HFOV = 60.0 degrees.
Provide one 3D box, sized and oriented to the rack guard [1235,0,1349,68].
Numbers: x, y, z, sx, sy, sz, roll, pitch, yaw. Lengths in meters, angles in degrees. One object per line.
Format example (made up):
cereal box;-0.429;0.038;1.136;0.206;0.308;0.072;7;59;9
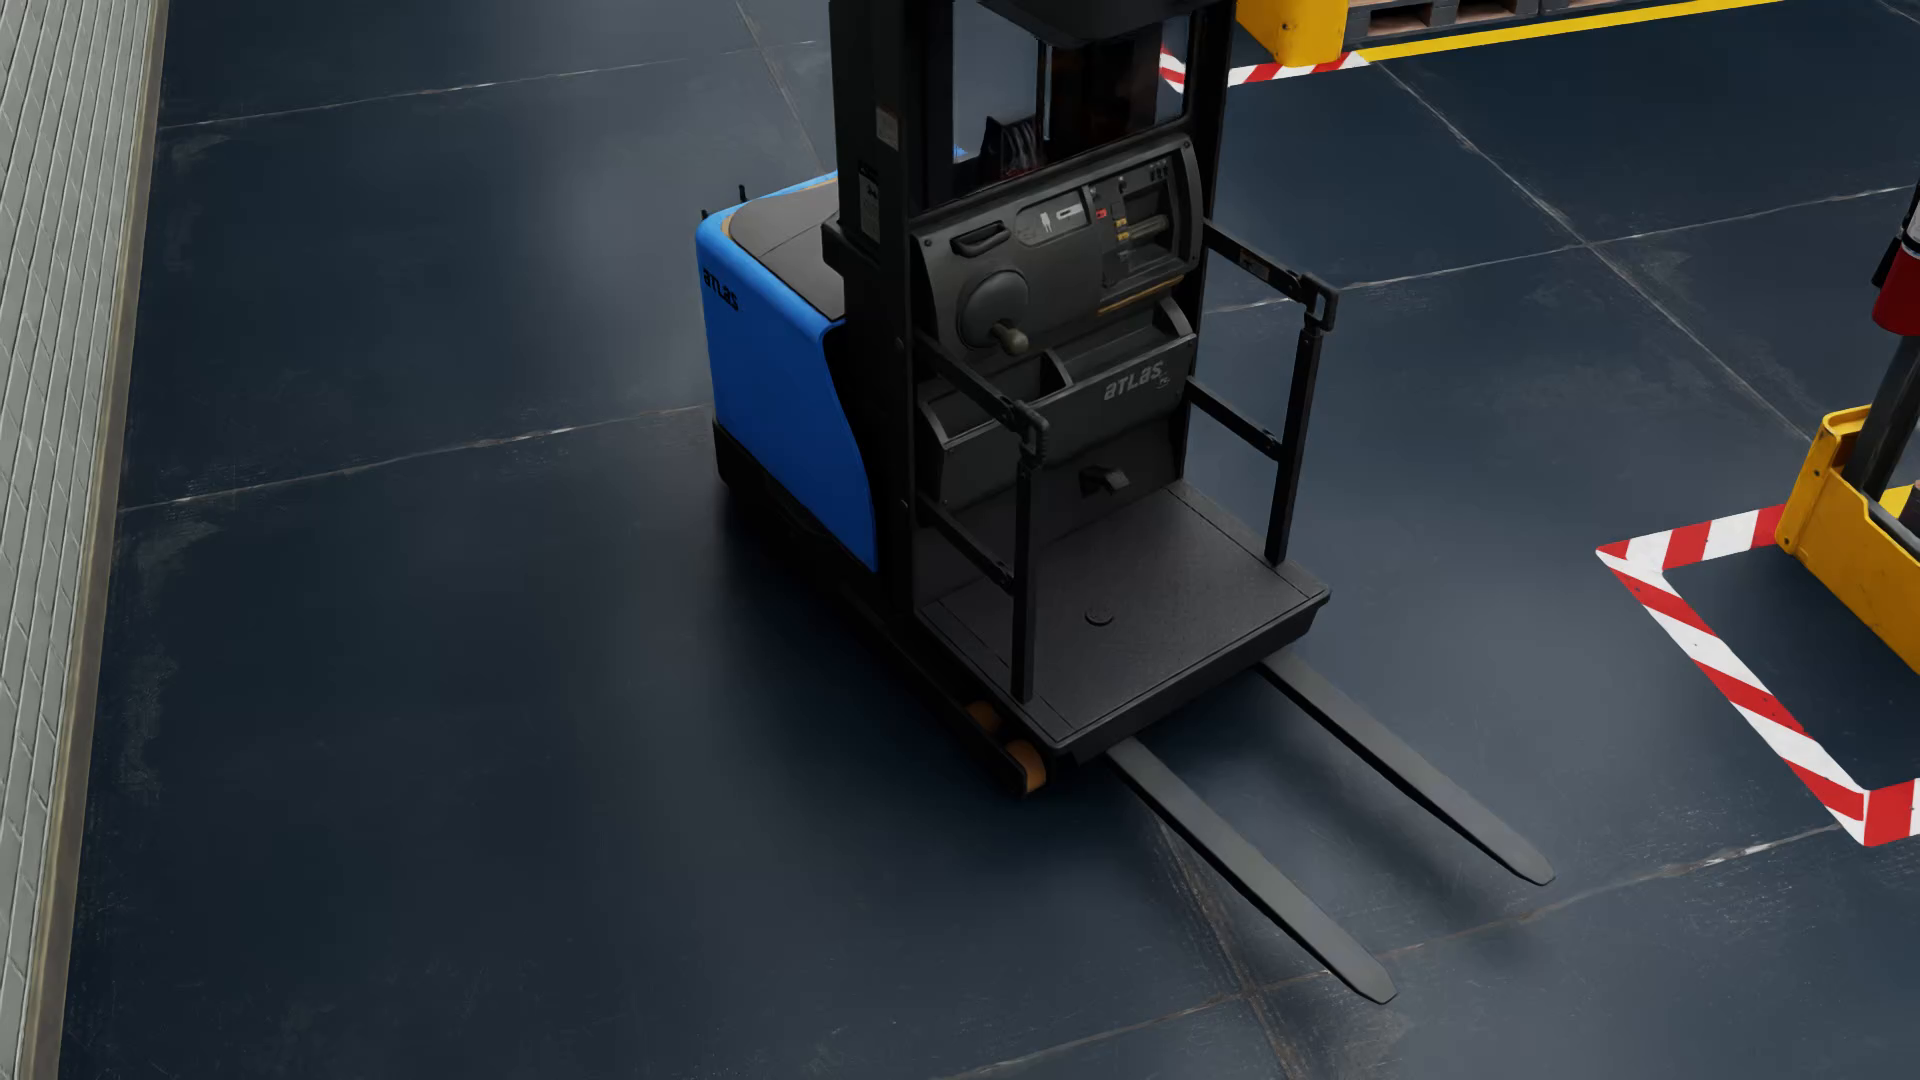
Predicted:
rack guard;1.648;-2.998;8.802;0.348;0.500;1.175;-12;42;-13

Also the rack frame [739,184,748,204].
rack frame;-0.659;-0.856;6.039;0.240;0.900;0.006;22;46;26

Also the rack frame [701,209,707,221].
rack frame;-0.771;-0.744;5.911;0.240;0.900;0.006;22;46;26

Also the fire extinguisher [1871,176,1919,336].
fire extinguisher;2.878;-0.922;4.868;0.183;0.674;0.296;-12;42;-13

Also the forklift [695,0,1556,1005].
forklift;0.415;-0.722;4.349;1.130;2.935;3.031;-26;47;-26

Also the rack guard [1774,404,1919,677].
rack guard;3.139;0.118;5.235;0.348;0.500;1.175;-12;42;-13

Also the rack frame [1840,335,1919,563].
rack frame;3.158;-0.836;4.427;0.127;3.000;1.000;-12;42;-13

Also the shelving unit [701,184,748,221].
shelving unit;-0.715;-0.800;5.975;0.258;0.900;0.210;22;46;26

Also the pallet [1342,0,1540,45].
pallet;2.410;-3.102;9.140;1.213;0.211;1.003;-12;42;-13

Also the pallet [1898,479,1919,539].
pallet;3.957;0.075;5.504;1.213;0.211;1.003;-12;42;-13

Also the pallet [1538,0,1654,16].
pallet;3.571;-3.340;9.413;1.213;0.211;1.003;-12;42;-13
